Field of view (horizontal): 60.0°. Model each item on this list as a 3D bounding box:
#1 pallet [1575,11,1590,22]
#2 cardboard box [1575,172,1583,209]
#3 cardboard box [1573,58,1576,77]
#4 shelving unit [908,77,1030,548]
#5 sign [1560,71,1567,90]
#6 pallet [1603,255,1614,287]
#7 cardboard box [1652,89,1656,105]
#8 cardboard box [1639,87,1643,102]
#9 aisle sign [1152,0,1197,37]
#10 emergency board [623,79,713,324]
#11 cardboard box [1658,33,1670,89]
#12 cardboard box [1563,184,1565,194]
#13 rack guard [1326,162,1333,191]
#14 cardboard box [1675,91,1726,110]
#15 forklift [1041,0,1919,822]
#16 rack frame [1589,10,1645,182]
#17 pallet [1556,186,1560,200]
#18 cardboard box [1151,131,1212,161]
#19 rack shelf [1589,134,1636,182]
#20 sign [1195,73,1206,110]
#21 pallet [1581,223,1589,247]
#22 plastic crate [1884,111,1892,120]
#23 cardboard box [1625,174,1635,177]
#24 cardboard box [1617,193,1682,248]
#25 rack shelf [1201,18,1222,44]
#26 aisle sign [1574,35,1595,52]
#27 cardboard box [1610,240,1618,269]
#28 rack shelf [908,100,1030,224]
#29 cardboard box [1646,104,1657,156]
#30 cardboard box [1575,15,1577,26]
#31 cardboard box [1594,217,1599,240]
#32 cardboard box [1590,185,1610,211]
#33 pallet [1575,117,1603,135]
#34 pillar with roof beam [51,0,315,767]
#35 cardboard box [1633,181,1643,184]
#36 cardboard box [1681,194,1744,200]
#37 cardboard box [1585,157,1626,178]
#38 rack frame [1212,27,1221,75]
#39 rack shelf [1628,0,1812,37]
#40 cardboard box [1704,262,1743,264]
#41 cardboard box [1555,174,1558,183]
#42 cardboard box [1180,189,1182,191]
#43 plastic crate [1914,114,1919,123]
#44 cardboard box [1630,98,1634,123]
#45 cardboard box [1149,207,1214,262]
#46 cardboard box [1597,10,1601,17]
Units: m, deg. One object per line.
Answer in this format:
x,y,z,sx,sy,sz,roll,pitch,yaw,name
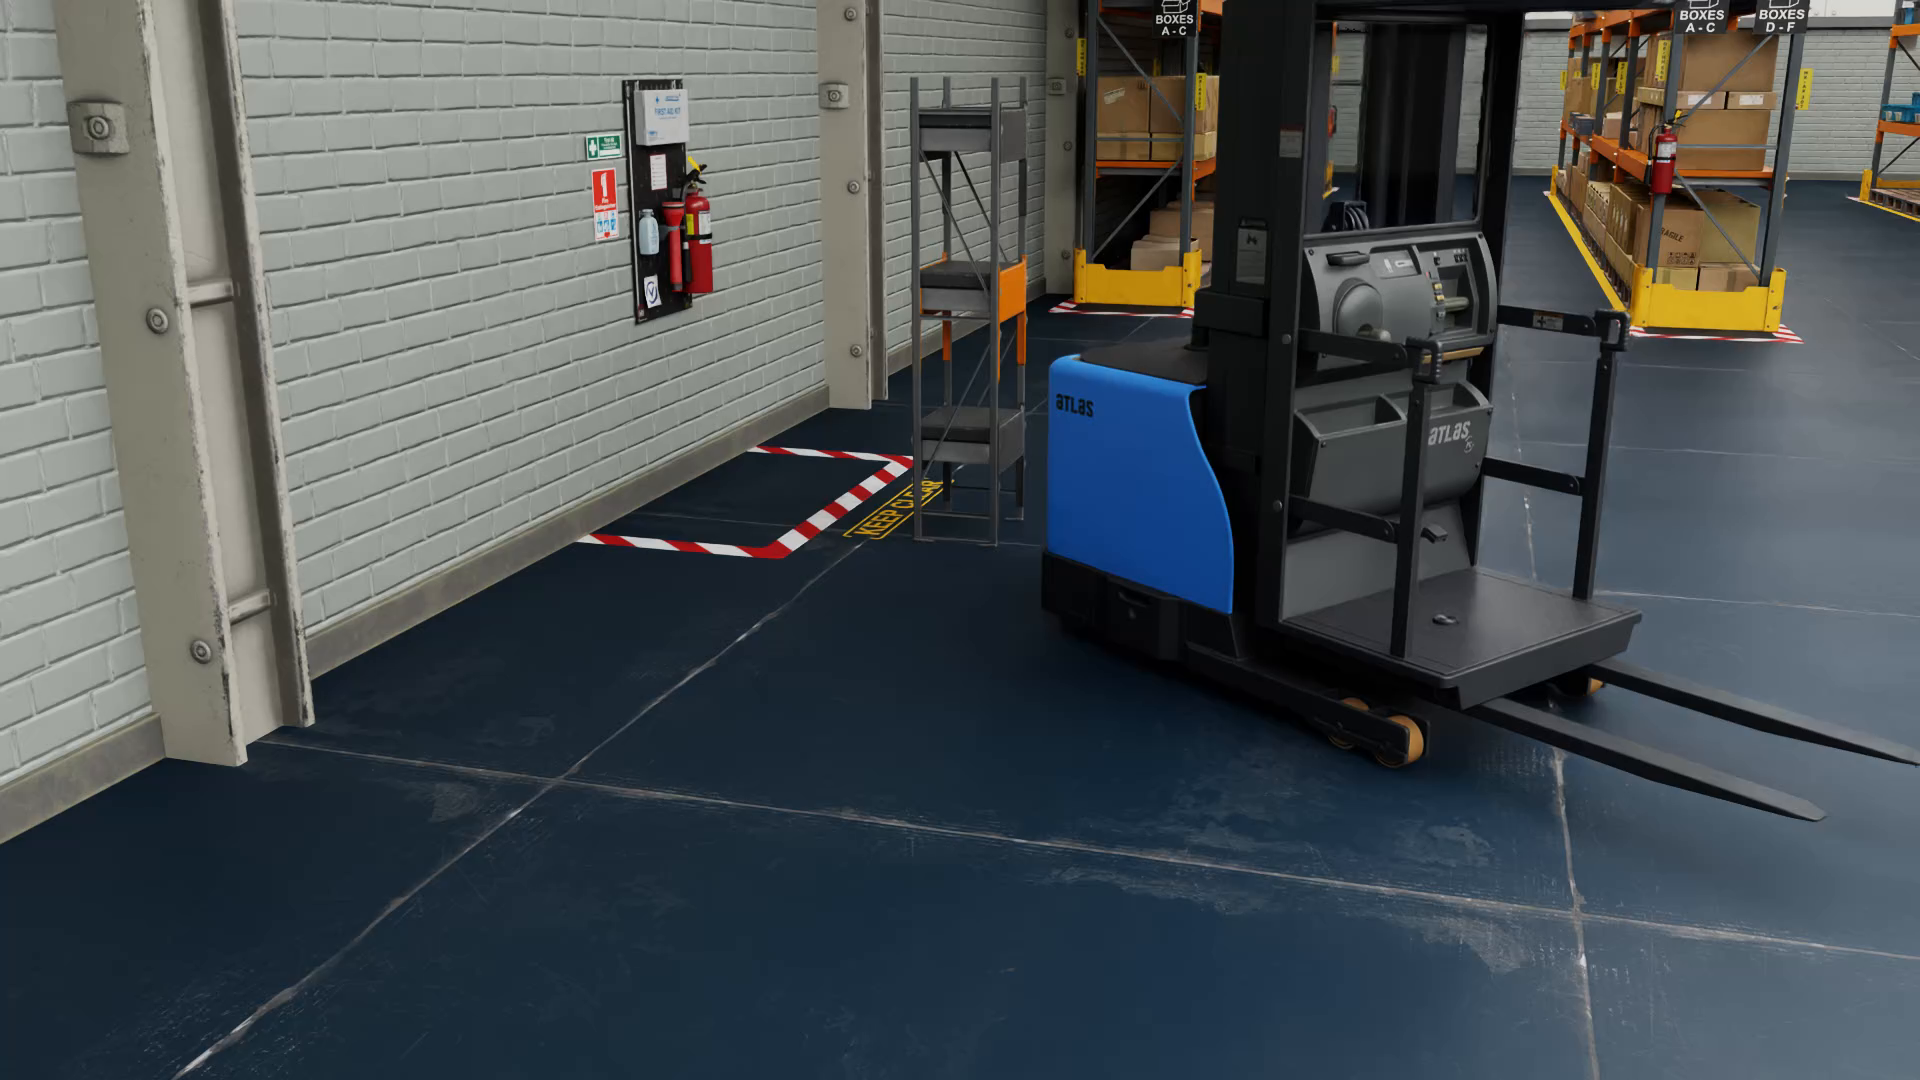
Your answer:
9.558,-7.619,24.041,1.213,0.211,1.003,5,16,16,pallet
9.005,-4.930,23.488,0.500,0.500,0.500,4,16,14,cardboard box
9.992,-7.379,26.332,0.500,0.500,0.500,5,17,16,cardboard box
0.047,-1.053,7.696,0.431,2.100,0.503,5,16,16,shelving unit
10.427,-7.936,28.727,0.100,0.325,0.005,5,16,16,sign
7.271,-2.792,17.286,1.003,0.211,1.213,5,16,16,pallet
6.838,-4.238,15.901,0.380,0.149,0.250,4,16,15,cardboard box
7.204,-4.578,17.099,0.380,0.149,0.250,5,17,17,cardboard box
1.917,-4.884,14.786,0.394,0.787,0.004,5,16,16,aisle sign
-1.425,-1.712,8.368,0.194,1.169,0.643,5,16,16,emergency board
6.989,-4.500,15.637,0.700,0.500,0.500,5,16,16,cardboard box
9.749,-5.545,26.301,0.380,0.149,0.250,5,16,16,cardboard box
6.203,-6.665,30.411,1.175,0.500,0.348,5,16,16,rack guard
6.326,-3.767,14.241,0.380,0.149,0.250,4,16,15,cardboard box
1.615,-0.838,5.412,1.130,2.935,3.031,-12,20,-36,forklift
8.674,-5.385,21.317,1.000,3.000,0.127,5,16,16,rack frame
10.700,-5.908,28.271,1.003,0.211,1.213,5,16,16,pallet
2.093,-3.716,15.670,0.500,0.250,0.500,4,16,14,cardboard box
8.105,-4.516,19.571,1.077,0.370,4.000,5,16,16,rack shelf
2.170,-4.050,15.023,0.100,0.325,0.005,5,16,16,sign
8.402,-3.831,20.949,1.003,0.211,1.213,5,16,16,pallet
15.139,-6.878,26.956,0.250,0.136,0.298,5,16,16,plastic crate
9.368,-4.759,22.886,0.500,0.500,0.500,4,16,15,cardboard box
6.681,-3.089,16.117,0.500,0.500,0.500,5,16,16,cardboard box
3.355,-6.342,20.512,1.077,0.370,4.000,5,16,16,rack shelf
10.685,-8.769,28.485,0.394,0.787,0.004,5,16,16,aisle sign
6.820,-2.859,16.681,0.500,0.250,0.500,5,16,16,cardboard box
0.047,-1.714,7.508,0.431,0.518,0.480,5,16,16,rack shelf
7.127,-4.000,16.253,0.700,0.500,0.500,5,17,17,cardboard box
10.262,-8.473,26.984,0.500,0.250,0.500,5,16,16,cardboard box
7.667,-3.615,19.346,0.500,0.250,0.500,5,17,17,cardboard box
7.955,-4.148,20.199,0.500,0.311,0.500,4,16,14,cardboard box
8.799,-5.475,21.988,1.213,0.211,1.003,5,16,16,pallet
1.737,-3.338,3.107,9.100,9.000,0.400,5,16,16,pillar with roof beam
8.761,-4.378,21.008,0.500,0.311,0.500,5,17,17,cardboard box
7.195,-3.047,15.971,0.500,0.500,0.500,5,16,16,cardboard box
8.726,-5.033,22.476,0.500,0.250,0.500,5,17,18,cardboard box
3.923,-5.768,22.668,1.000,3.000,0.127,5,16,16,rack frame
6.969,-4.912,15.472,1.077,0.370,4.000,5,16,16,rack shelf
6.904,-2.425,15.152,0.500,0.250,0.500,5,16,16,cardboard box
10.499,-6.235,28.733,0.380,0.149,0.250,5,16,16,cardboard box
3.078,-4.064,20.434,0.700,0.500,0.500,4,16,15,cardboard box
14.765,-6.427,25.365,0.293,0.136,0.466,5,16,16,plastic crate
8.212,-4.993,19.752,0.500,0.500,0.500,4,16,13,cardboard box
2.351,-3.195,17.373,0.700,0.500,0.500,4,16,12,cardboard box
9.058,-7.262,22.256,0.910,0.500,0.500,5,16,16,cardboard box
